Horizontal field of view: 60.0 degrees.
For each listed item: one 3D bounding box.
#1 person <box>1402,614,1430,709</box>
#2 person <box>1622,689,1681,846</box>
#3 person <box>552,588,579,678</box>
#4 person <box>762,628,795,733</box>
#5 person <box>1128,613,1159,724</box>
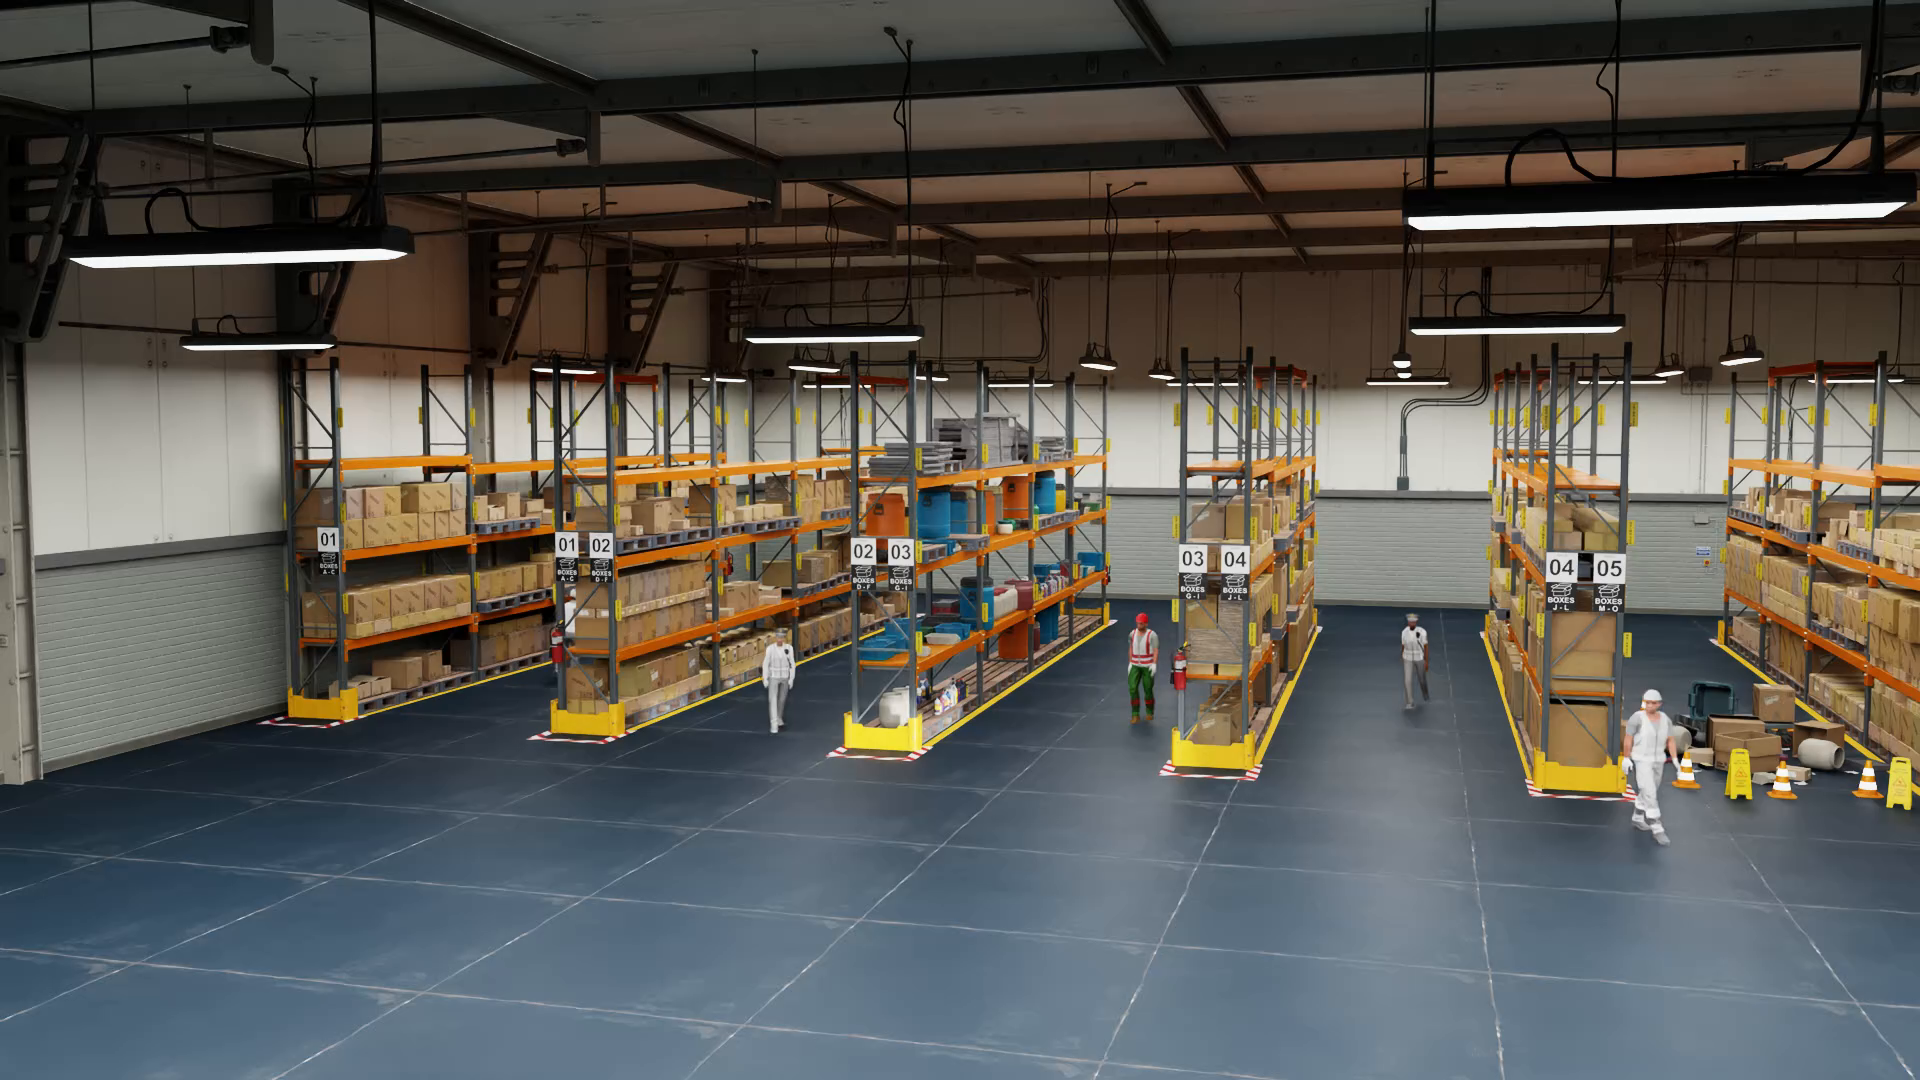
[{"bbox_3d":[7.884,2.069,28.770,0.479,1.636,0.924,2,5,25],"label":"person"},{"bbox_3d":[8.237,2.654,19.762,0.559,1.763,0.883,-1,4,-11],"label":"person"},{"bbox_3d":[-7.467,1.797,31.823,0.592,1.747,0.684,1,4,16],"label":"person"},{"bbox_3d":[-2.881,2.215,26.580,0.508,1.619,0.944,-2,4,-20],"label":"person"},{"bbox_3d":[3.012,2.120,27.386,0.586,1.838,0.528,2,5,30],"label":"person"}]
